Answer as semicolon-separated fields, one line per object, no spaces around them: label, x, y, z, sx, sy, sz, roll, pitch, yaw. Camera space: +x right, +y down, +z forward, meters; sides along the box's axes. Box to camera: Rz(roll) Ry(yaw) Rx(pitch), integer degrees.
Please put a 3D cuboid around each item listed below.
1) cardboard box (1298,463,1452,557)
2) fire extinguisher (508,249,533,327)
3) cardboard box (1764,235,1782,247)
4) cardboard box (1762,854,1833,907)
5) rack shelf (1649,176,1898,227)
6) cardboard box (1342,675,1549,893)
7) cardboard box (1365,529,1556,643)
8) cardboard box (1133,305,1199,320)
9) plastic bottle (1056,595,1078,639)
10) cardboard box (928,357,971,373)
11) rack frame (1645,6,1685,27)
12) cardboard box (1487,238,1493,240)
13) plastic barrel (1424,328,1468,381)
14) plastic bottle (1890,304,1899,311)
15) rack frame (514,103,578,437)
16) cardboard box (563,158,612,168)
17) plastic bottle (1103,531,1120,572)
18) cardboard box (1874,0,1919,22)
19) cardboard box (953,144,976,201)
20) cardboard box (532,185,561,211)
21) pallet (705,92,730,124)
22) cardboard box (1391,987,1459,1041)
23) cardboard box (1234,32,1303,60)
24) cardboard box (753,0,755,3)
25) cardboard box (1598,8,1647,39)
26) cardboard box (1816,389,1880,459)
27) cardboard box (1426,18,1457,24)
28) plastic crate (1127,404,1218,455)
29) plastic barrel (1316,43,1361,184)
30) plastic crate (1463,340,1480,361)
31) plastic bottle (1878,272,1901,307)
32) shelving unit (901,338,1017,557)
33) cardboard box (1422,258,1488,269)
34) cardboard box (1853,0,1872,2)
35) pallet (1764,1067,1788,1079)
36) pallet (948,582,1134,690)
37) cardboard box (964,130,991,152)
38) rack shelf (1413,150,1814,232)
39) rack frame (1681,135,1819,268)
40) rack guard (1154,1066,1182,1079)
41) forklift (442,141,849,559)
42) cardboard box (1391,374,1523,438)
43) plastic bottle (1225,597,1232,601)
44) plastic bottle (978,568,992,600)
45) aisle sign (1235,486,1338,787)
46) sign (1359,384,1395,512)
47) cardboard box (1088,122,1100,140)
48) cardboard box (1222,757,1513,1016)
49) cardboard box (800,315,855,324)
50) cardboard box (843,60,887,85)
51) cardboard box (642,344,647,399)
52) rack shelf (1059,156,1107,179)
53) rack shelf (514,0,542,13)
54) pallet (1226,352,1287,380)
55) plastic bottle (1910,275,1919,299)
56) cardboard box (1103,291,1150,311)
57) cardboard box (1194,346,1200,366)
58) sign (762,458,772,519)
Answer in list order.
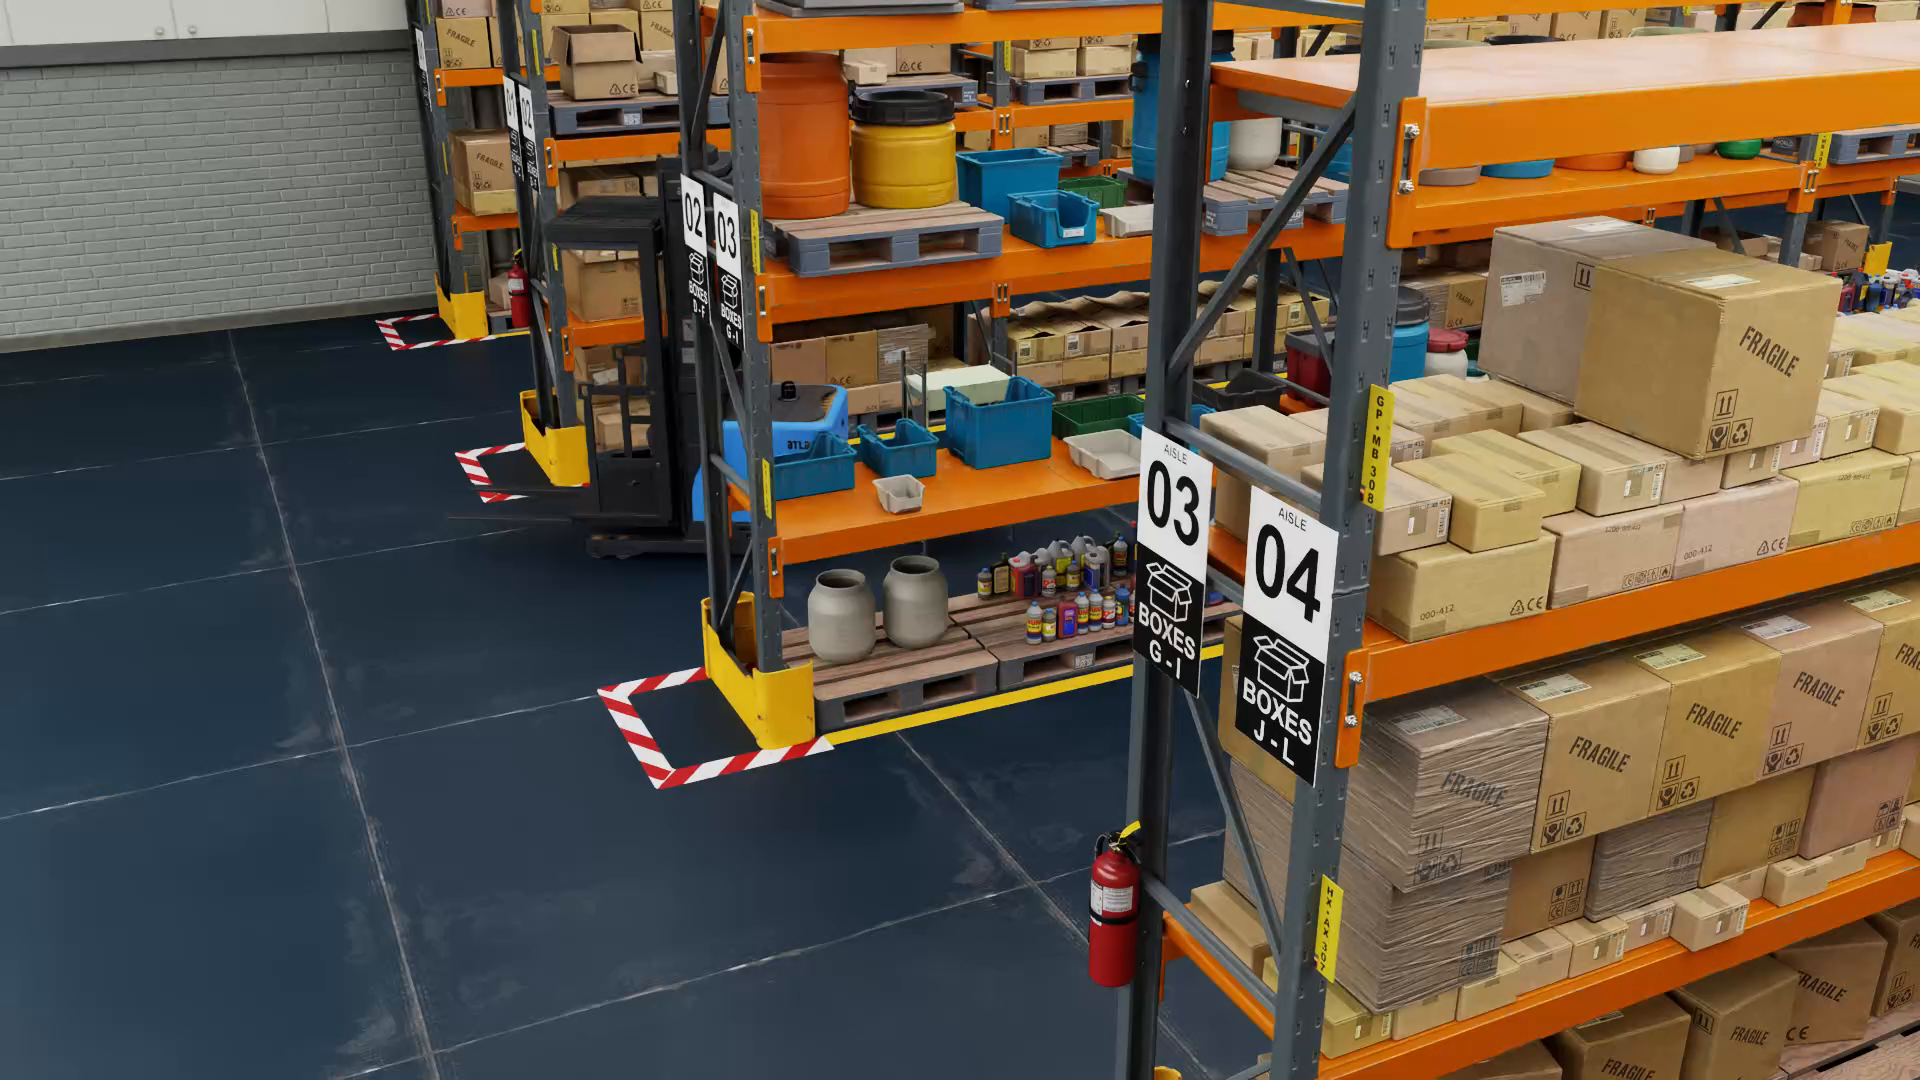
cardboard box;1.200;-0.104;4.833;0.250;0.149;0.380;-11;25;-24
fire extinguisher;-3.749;-2.157;14.139;0.183;0.674;0.296;-10;25;-24
cardboard box;9.912;-3.563;20.456;0.500;0.250;0.500;-10;25;-24
cardboard box;3.032;1.196;6.267;0.250;0.149;0.380;-10;25;-24
rack shelf;9.173;-4.042;19.533;4.000;0.370;1.077;-10;25;-24
cardboard box;1.465;0.720;5.262;0.500;0.500;0.500;-10;25;-24
cardboard box;1.398;0.055;4.969;0.500;0.250;0.500;-10;24;-22
cardboard box;2.028;-2.136;16.302;0.500;0.311;0.500;-10;24;-22
plastic bottle;0.684;0.483;10.638;0.133;0.283;0.061;-10;25;-23
cardboard box;-0.160;-1.487;15.466;0.500;0.250;0.500;-10;25;-24
rack frame;7.371;-6.814;17.446;0.127;3.000;1.000;-10;25;-24
cardboard box;5.929;-3.275;18.453;0.500;0.250;0.500;-10;25;-24
plastic barrel;3.265;-1.154;11.437;0.433;0.535;0.433;0;22;0
plastic bottle;7.391;-1.735;13.188;0.097;0.271;0.097;0;22;0
rack frame;-3.441;-2.052;13.785;0.127;3.000;1.000;-10;25;-24
cardboard box;-4.115;-4.183;18.122;0.500;0.500;0.500;-11;25;-25
plastic bottle;1.064;0.079;11.613;0.133;0.283;0.061;-9;24;-21
cardboard box;10.623;-6.080;19.138;0.500;0.250;0.500;-10;25;-24
cardboard box;-0.234;-3.285;14.938;0.500;0.500;0.700;-10;25;-23
cardboard box;-4.554;-3.761;18.084;0.500;0.250;0.500;-11;25;-25
pallet;-1.692;-3.709;13.983;1.213;0.211;1.003;-10;25;-24
cardboard box;1.445;1.479;5.584;0.250;0.149;0.380;-10;25;-24
cardboard box;2.918;-4.702;15.912;0.500;0.250;0.500;-10;24;-22
cardboard box;-2.323;-6.149;18.296;0.500;0.500;0.500;-13;26;-28
cardboard box;6.886;-5.657;17.761;0.600;0.600;0.600;-13;26;-29
cardboard box;2.822;-0.413;5.580;0.250;0.149;0.380;-11;25;-26
cardboard box;4.623;-5.428;16.581;0.500;0.500;0.500;-10;25;-24
plastic crate;1.428;-0.662;10.621;0.616;0.251;0.499;-10;25;-24
plastic barrel;2.672;-2.784;10.977;0.708;0.901;0.600;-10;25;-24
plastic crate;3.755;-1.296;12.236;0.662;0.188;0.450;-10;25;-24
plastic bottle;7.891;-2.140;14.160;0.135;0.276;0.152;-10;25;-24
shelving unit;-0.006;-0.692;12.460;0.755;1.500;0.431;-10;25;-24
cardboard box;5.445;-2.838;18.378;0.500;0.500;0.500;-11;25;-26
cardboard box;10.033;-6.455;19.063;0.500;0.500;0.700;-10;25;-24
pallet;2.765;2.315;6.881;1.213;0.211;1.003;-10;25;-24
pallet;0.584;0.582;11.069;1.213;0.211;1.003;-10;25;-24
cardboard box;0.083;-5.039;20.296;0.500;0.500;0.700;-10;25;-24
rack shelf;4.110;-2.393;11.628;4.000;0.370;1.077;-10;25;-24
rack frame;5.912;-1.671;12.865;0.127;3.000;1.000;-10;25;-24
rack guard;0.920;2.505;6.045;0.348;0.500;1.175;-10;25;-24
forklift;-2.392;-1.414;12.334;3.031;2.935;1.130;1;23;3
cardboard box;1.667;-0.428;5.614;0.250;0.149;0.380;-10;25;-23
plastic bottle;1.853;0.219;11.187;0.185;0.351;0.144;-11;25;-25
plastic bottle;0.168;0.290;11.212;0.097;0.201;0.097;0;22;0
aisle sign;0.926;0.275;4.764;0.004;0.787;0.394;-10;25;-24
sign;1.087;-0.240;4.344;0.005;0.325;0.100;-10;25;-24
cardboard box;1.927;-5.448;21.443;0.500;0.500;0.500;-10;25;-23
cardboard box;1.359;1.097;5.658;0.500;0.500;0.875;-10;25;-24
cardboard box;-1.292;-1.851;15.364;0.500;0.500;0.500;-10;25;-24
cardboard box;-0.805;-3.950;14.044;0.250;0.149;0.380;-10;25;-24
cardboard box;-2.412;-1.418;14.319;0.500;0.500;0.500;-10;25;-24
rack shelf;-0.187;-4.421;20.450;4.000;0.370;1.077;-10;25;-24
rack shelf;-1.639;-4.638;13.653;4.000;0.370;1.077;-10;25;-24
pallet;3.008;-1.967;17.227;1.213;0.211;1.003;-10;25;-24
plastic bottle;8.166;-2.126;14.126;0.135;0.276;0.152;-10;25;-24
cardboard box;1.775;-2.317;16.737;0.500;0.311;0.500;-11;25;-24
cardboard box;2.019;-1.876;16.406;0.500;0.250;0.500;-10;24;-23
sign;-1.062;-0.282;9.147;0.005;0.325;0.100;-10;25;-24
